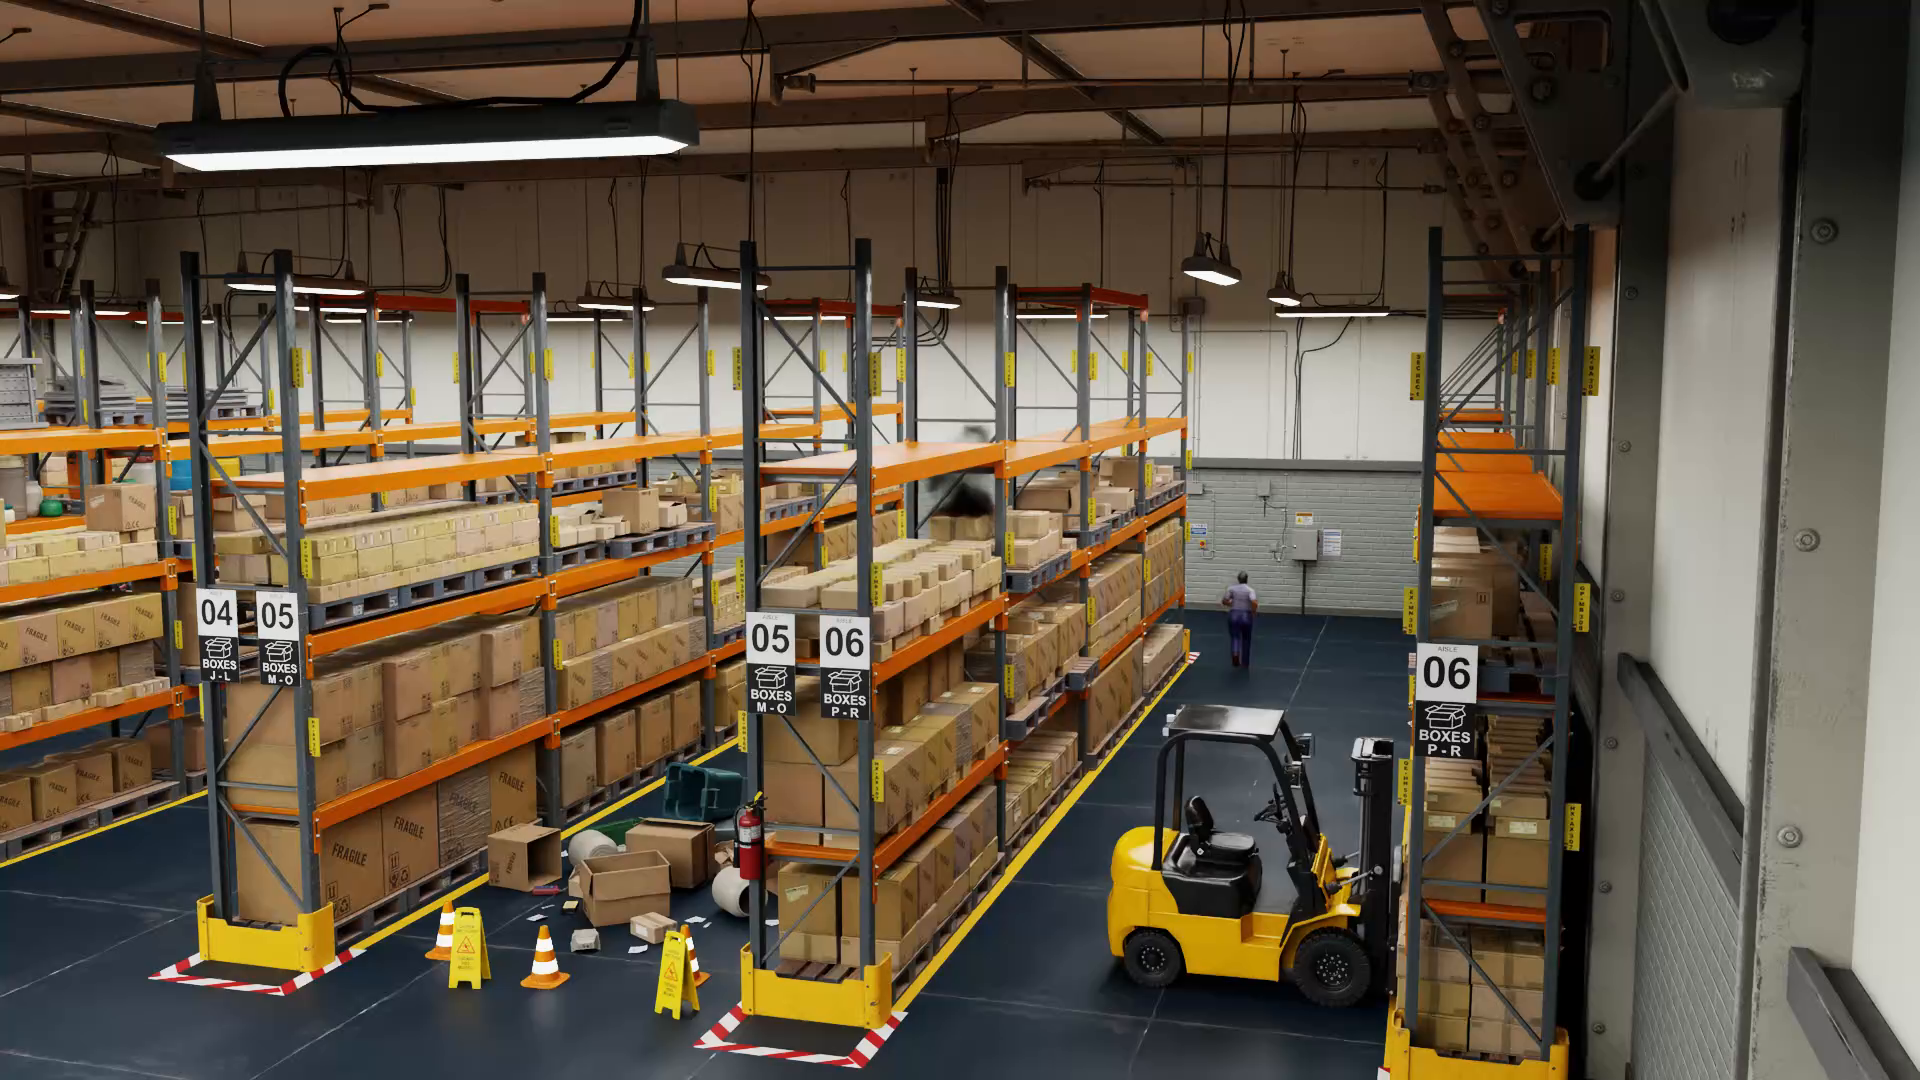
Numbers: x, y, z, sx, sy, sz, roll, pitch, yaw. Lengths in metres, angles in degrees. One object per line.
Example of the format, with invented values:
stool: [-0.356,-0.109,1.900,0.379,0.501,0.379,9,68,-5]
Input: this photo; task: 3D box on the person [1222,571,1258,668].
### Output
person: [4.569,1.333,27.153,0.608,1.655,0.819,2,7,19]
